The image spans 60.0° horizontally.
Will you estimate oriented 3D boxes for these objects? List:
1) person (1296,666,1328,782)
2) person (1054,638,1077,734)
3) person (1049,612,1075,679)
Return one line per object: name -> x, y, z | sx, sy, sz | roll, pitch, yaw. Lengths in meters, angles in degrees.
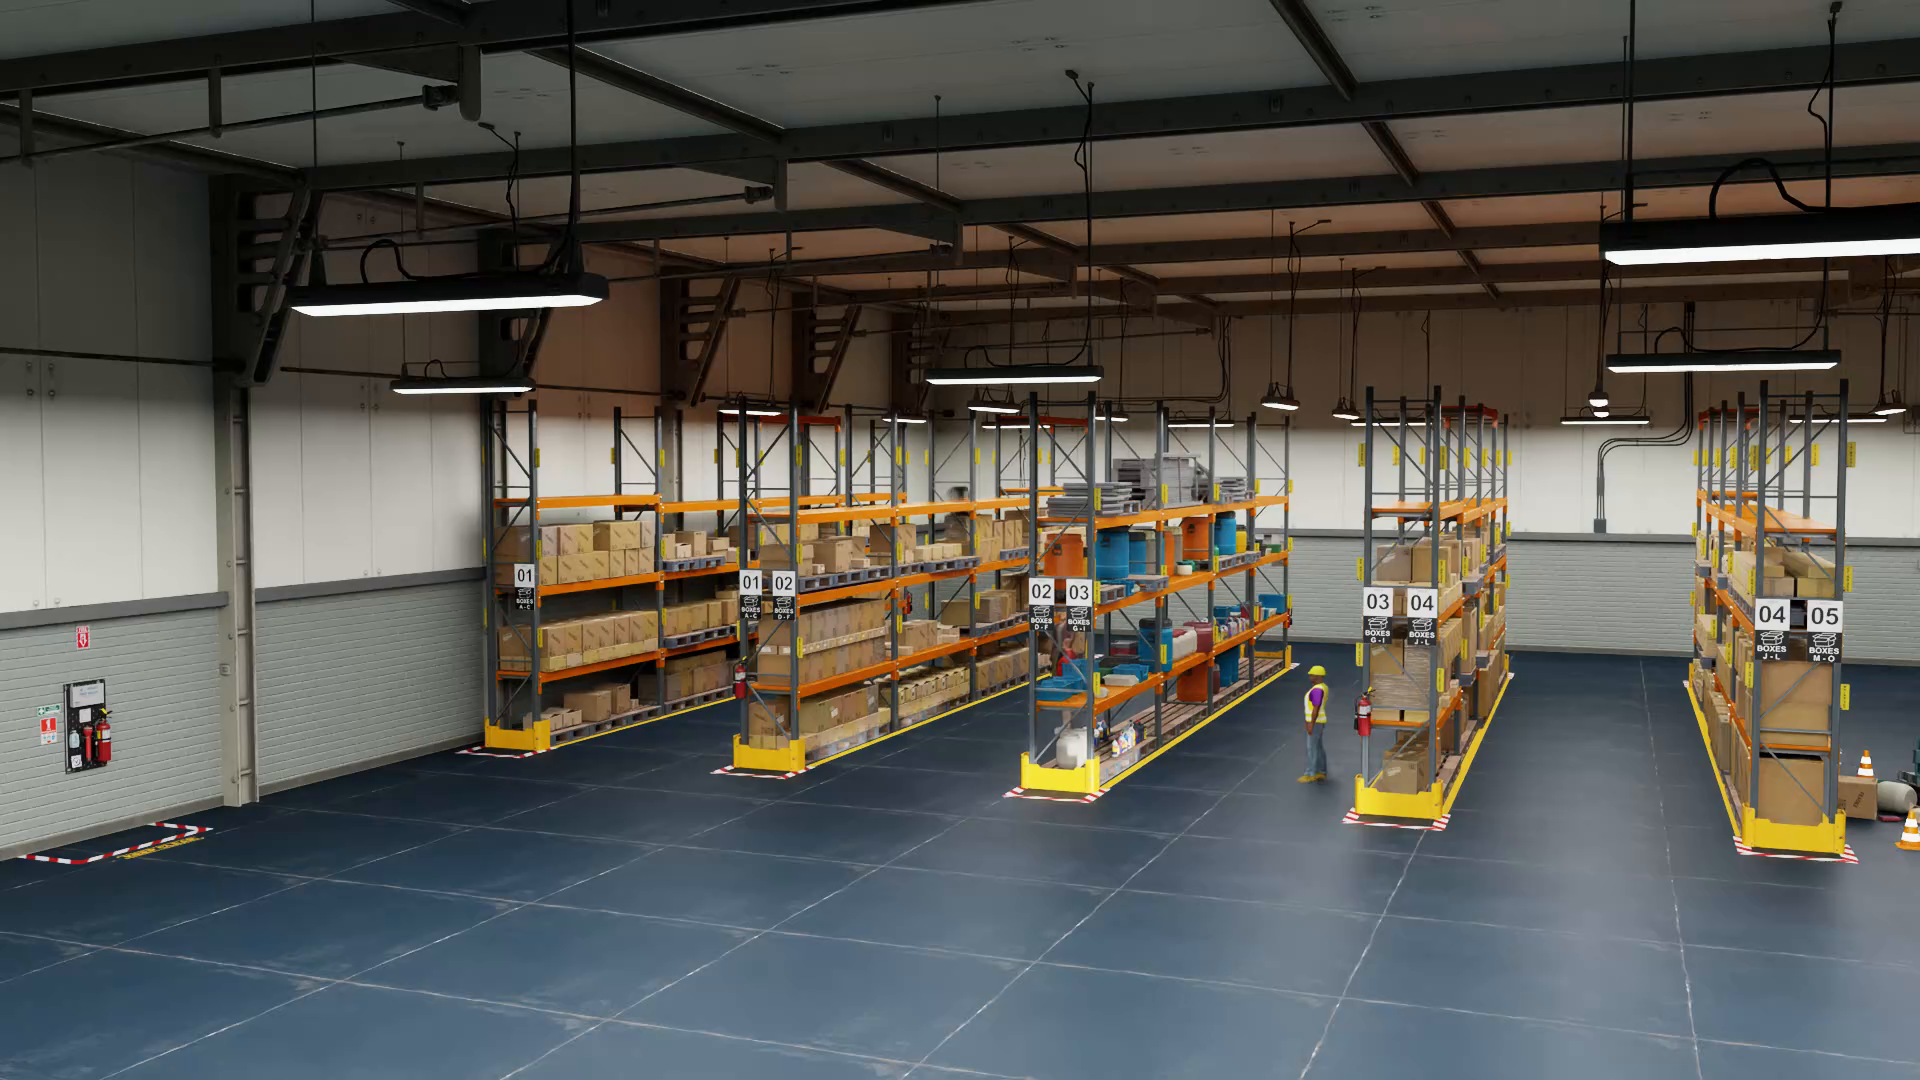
person -> 5.470, 2.848, 25.834 | 0.524, 1.792, 0.589 | 0, 3, 5
person -> 1.919, 2.640, 30.196 | 0.425, 1.727, 0.594 | 1, 3, 15
person -> 2.173, 2.381, 35.583 | 0.581, 1.706, 1.128 | 1, 3, 13
